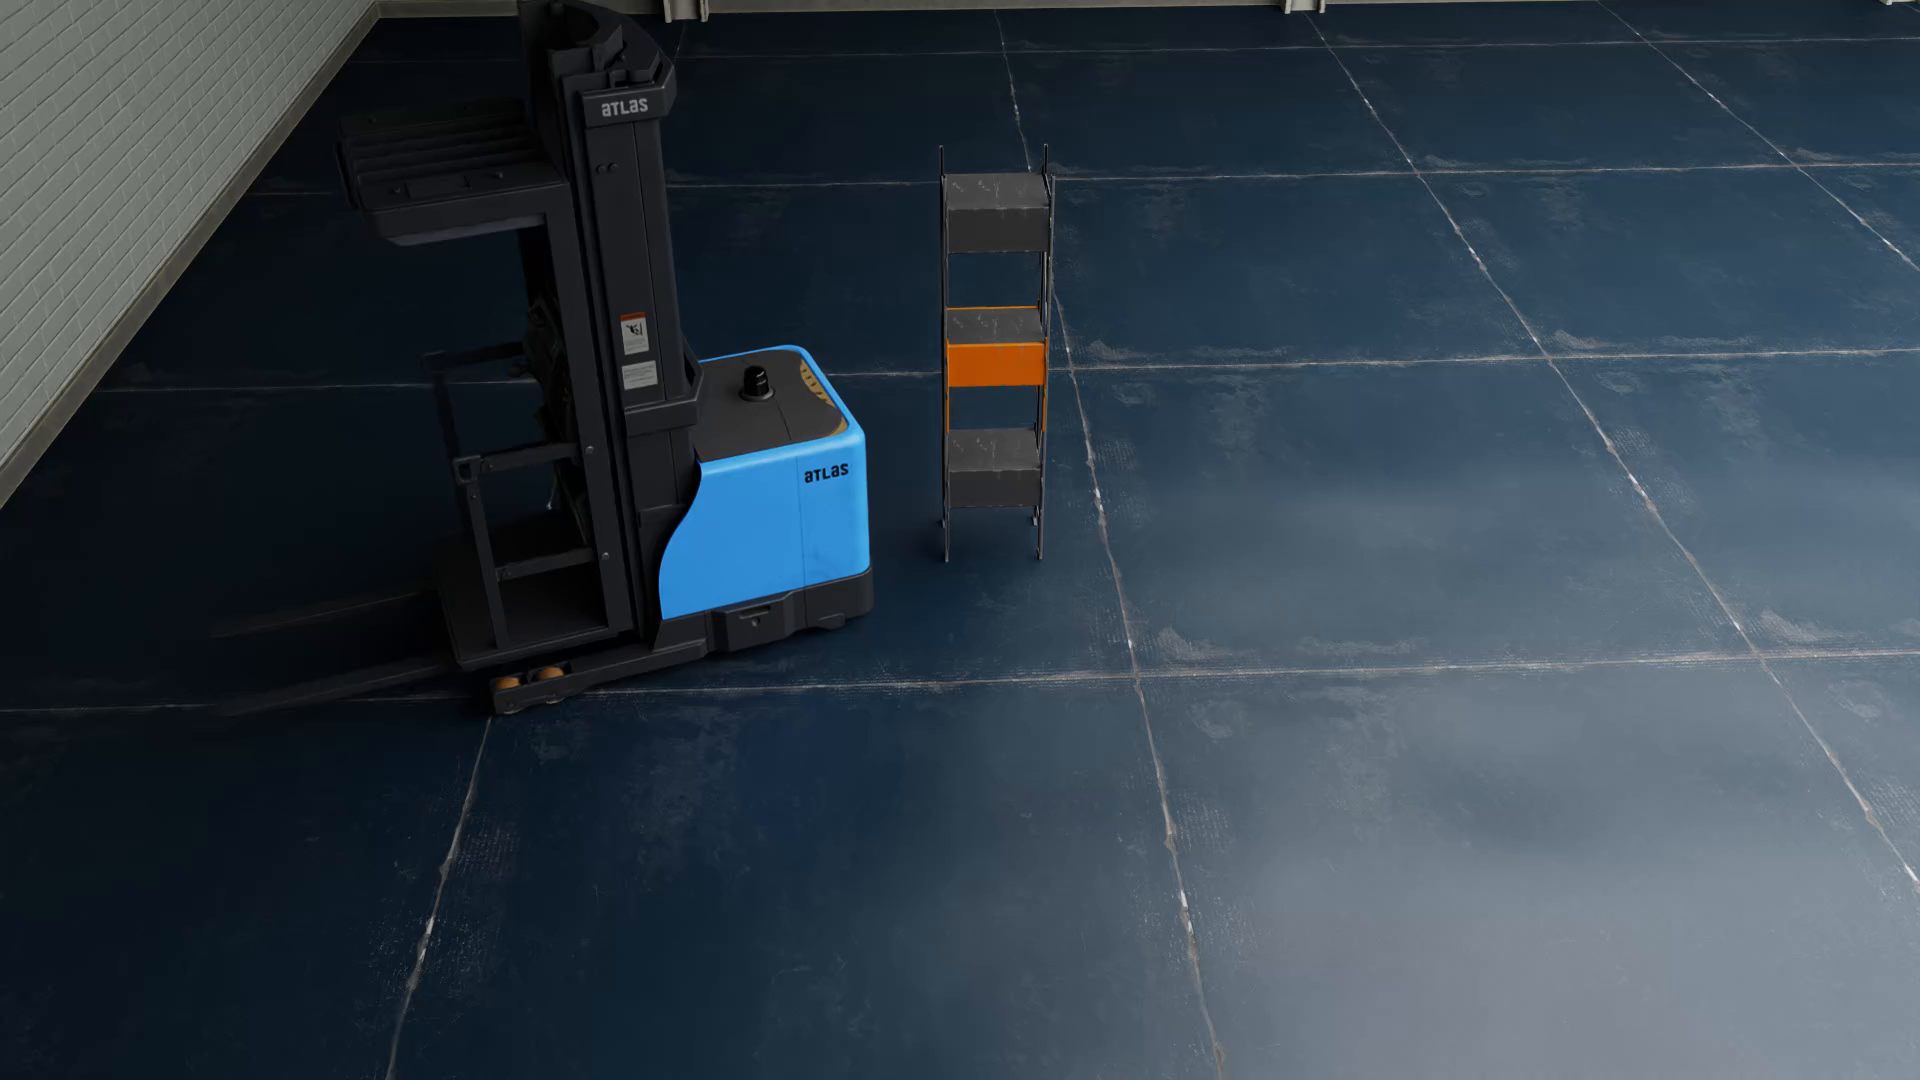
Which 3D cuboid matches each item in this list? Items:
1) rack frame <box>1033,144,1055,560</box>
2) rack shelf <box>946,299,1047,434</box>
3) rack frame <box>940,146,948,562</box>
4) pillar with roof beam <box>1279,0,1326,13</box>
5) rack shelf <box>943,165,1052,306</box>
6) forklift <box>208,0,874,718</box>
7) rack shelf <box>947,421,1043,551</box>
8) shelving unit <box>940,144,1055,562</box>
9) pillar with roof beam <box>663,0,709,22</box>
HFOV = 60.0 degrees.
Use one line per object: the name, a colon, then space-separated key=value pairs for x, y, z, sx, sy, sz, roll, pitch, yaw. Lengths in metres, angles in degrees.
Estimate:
rack frame: x=0.409 y=-0.874 z=8.205 sx=0.015 sy=2.100 sz=0.400 roll=-2 pitch=35 yaw=-2
rack shelf: x=0.165 y=-0.857 z=8.203 sx=0.480 sy=0.518 sz=0.431 roll=-2 pitch=35 yaw=-2
rack frame: x=-0.078 y=-0.861 z=8.186 sx=0.015 sy=2.100 sz=0.400 roll=-2 pitch=35 yaw=-2
pillar with roof beam: x=3.555 y=-6.478 z=10.239 sx=0.400 sy=9.000 sz=9.100 roll=-2 pitch=35 yaw=-2
rack shelf: x=0.165 y=-1.432 z=7.805 sx=0.480 sy=0.518 sz=0.431 roll=-2 pitch=35 yaw=-2
forklift: x=-1.992 y=-0.749 z=7.293 sx=3.031 sy=2.935 sz=1.130 roll=-13 pitch=37 yaw=-18
rack shelf: x=0.165 y=-0.281 z=8.601 sx=0.480 sy=0.518 sz=0.431 roll=-2 pitch=35 yaw=-2
shelving unit: x=0.165 y=-0.868 z=8.195 sx=0.503 sy=2.100 sz=0.431 roll=-2 pitch=35 yaw=-2
pillar with roof beam: x=-2.438 y=-6.317 z=10.006 sx=0.400 sy=9.000 sz=9.100 roll=-2 pitch=35 yaw=-2
